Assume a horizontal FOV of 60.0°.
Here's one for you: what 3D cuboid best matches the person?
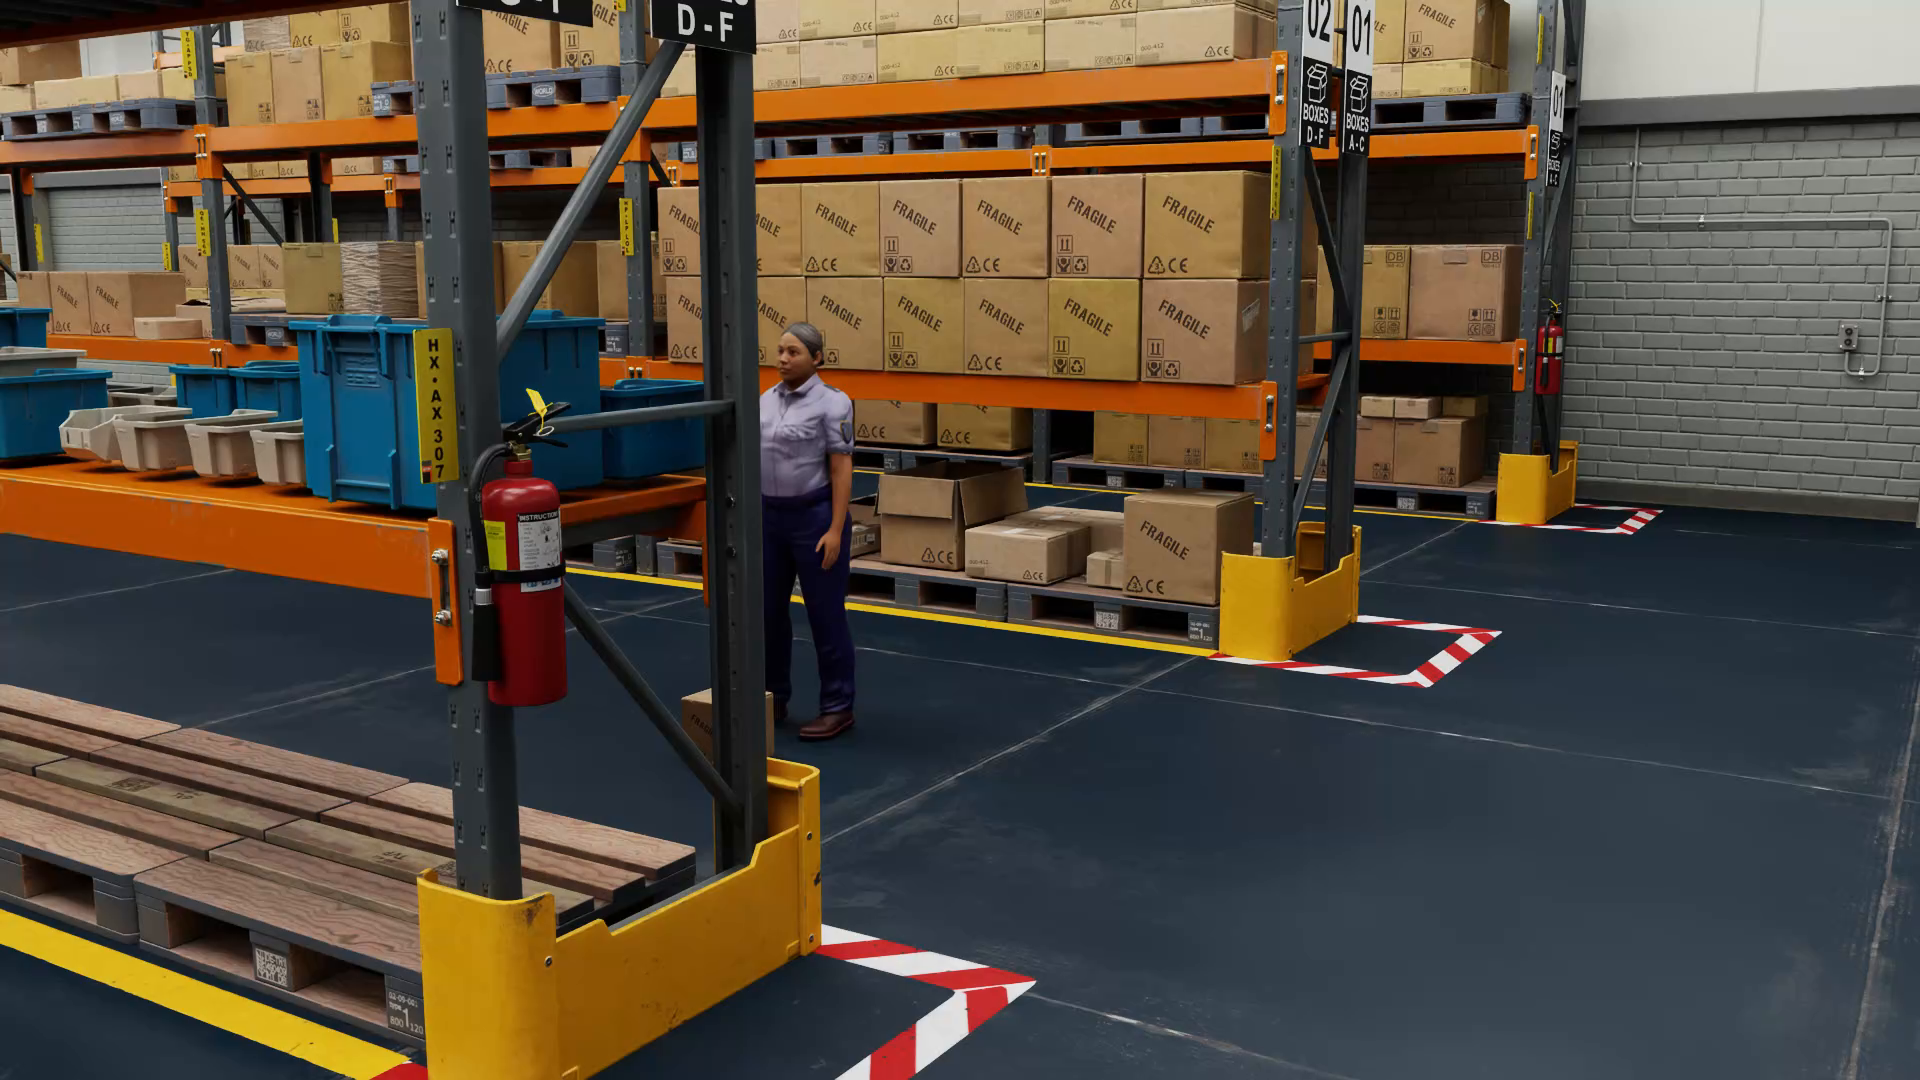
[{"bbox_3d":[-0.654,-0.036,6.653,0.493,1.663,0.367,6,11,32],"label":"person"}]
